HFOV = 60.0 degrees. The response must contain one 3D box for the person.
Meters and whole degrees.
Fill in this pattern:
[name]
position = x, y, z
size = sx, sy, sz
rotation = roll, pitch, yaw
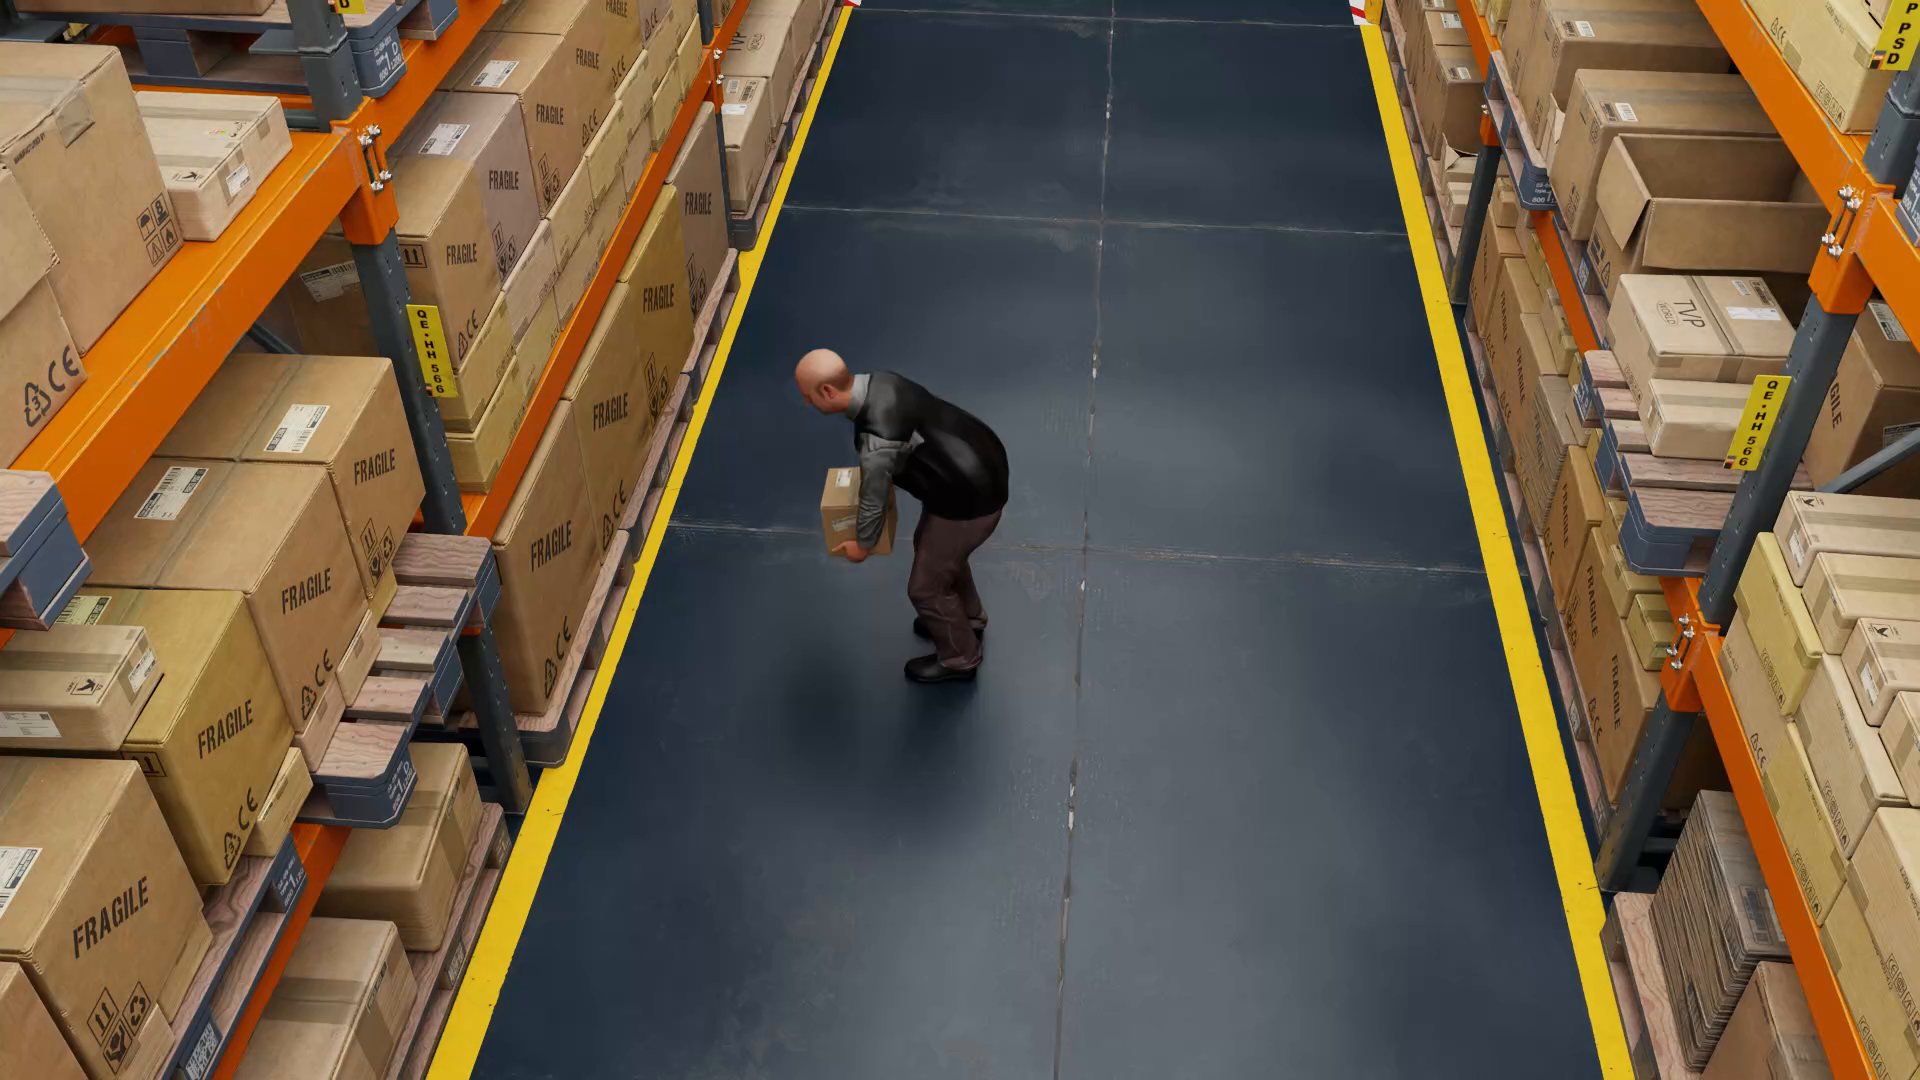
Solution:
[person]
position = -0.209, -0.100, 6.492
size = 0.797, 1.475, 0.470
rotation = 2, 40, 3
